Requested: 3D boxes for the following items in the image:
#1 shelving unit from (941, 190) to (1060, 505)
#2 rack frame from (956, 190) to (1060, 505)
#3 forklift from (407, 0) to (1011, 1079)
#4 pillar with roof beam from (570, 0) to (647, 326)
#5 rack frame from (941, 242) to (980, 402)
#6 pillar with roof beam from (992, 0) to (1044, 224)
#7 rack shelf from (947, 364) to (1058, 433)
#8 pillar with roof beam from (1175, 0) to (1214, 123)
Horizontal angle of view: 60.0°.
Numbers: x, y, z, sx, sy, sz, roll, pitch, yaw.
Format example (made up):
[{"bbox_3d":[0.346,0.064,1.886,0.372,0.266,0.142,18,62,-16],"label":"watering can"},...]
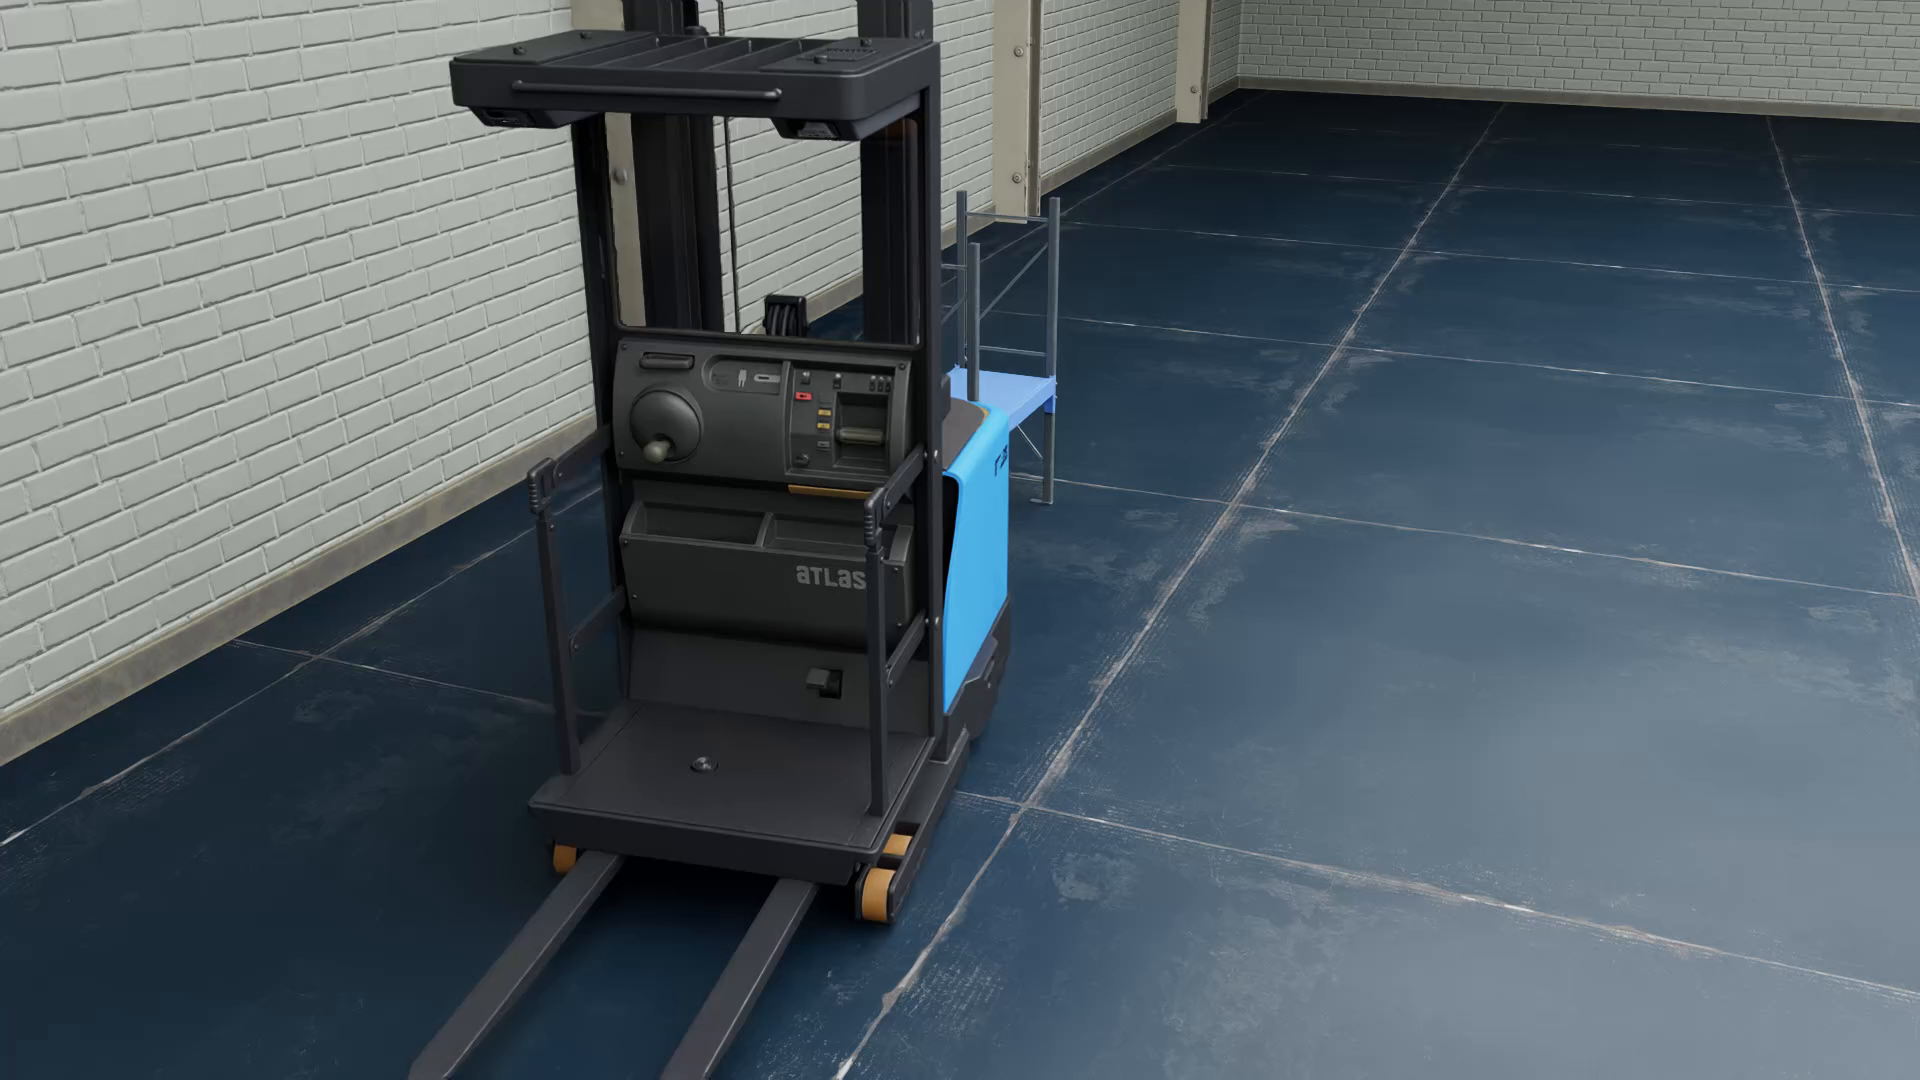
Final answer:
[{"bbox_3d":[0.032,-0.723,7.534,0.538,1.500,1.048,9,24,20],"label":"shelving unit"},{"bbox_3d":[0.221,-0.904,7.970,0.500,1.500,0.032,9,24,20],"label":"rack frame"},{"bbox_3d":[-0.653,-0.364,4.818,1.130,2.935,3.031,5,23,13],"label":"forklift"},{"bbox_3d":[2.255,-4.189,6.103,9.100,9.000,0.400,9,24,20],"label":"pillar with roof beam"},{"bbox_3d":[-0.157,-0.541,7.098,0.500,1.500,0.032,9,24,20],"label":"rack frame"},{"bbox_3d":[4.484,-6.336,11.243,9.100,9.000,0.400,9,24,20],"label":"pillar with roof beam"},{"bbox_3d":[0.032,-0.557,7.603,0.538,0.185,1.000,9,24,20],"label":"rack shelf"},{"bbox_3d":[6.713,-8.483,16.383,9.100,9.000,0.400,9,24,20],"label":"pillar with roof beam"}]
